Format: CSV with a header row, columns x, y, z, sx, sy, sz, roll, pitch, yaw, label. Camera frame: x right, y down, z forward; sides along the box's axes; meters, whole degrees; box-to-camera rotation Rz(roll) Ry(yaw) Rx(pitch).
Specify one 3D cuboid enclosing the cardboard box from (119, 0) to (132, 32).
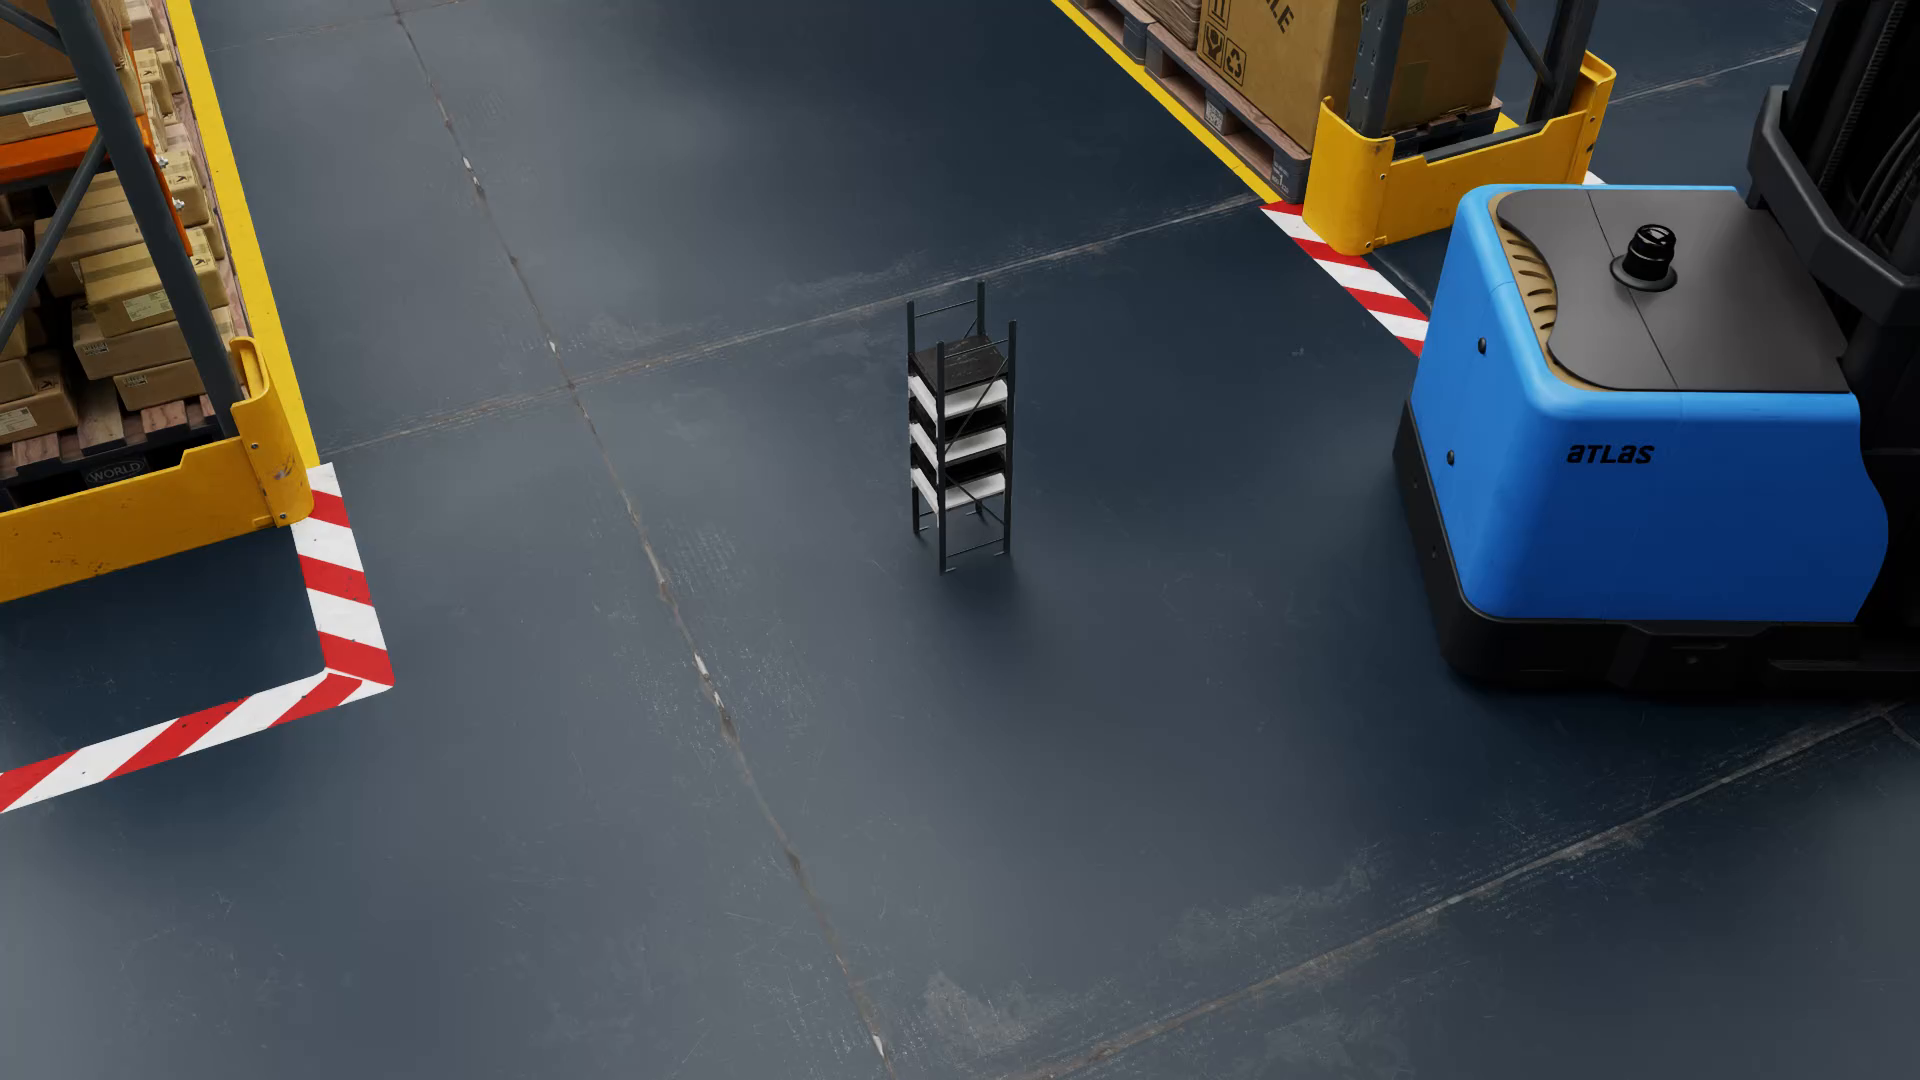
x,y,z,sx,sy,sz,roll,pitch,yaw,label
-2.677,-1.583,4.897,0.380,0.149,0.250,-19,48,-19,cardboard box

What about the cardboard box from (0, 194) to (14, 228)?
x,y,z,sx,sy,sz,roll,pitch,yaw,label
-3.410,-1.129,5.566,0.380,0.149,0.250,-20,48,-19,cardboard box

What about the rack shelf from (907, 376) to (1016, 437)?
x,y,z,sx,sy,sz,roll,pitch,yaw,label
0.003,-0.420,4.826,0.258,0.077,0.200,-18,47,-17,rack shelf

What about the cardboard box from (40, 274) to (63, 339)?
x,y,z,sx,sy,sz,roll,pitch,yaw,label
-3.272,-0.768,5.623,0.380,0.149,0.250,-18,47,-18,cardboard box

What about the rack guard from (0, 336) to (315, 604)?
x,y,z,sx,sy,sz,roll,pitch,yaw,label
-2.661,-0.190,5.087,1.175,0.500,0.348,-18,47,-17,rack guard

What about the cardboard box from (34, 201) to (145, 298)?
x,y,z,sx,sy,sz,roll,pitch,yaw,label
-2.766,-0.952,5.387,0.380,0.149,0.250,-17,47,-17,cardboard box

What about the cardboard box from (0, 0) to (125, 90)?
x,y,z,sx,sy,sz,roll,pitch,yaw,label
-2.567,-1.541,4.393,0.500,0.500,0.500,-16,47,-16,cardboard box

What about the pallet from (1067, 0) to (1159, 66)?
x,y,z,sx,sy,sz,roll,pitch,yaw,label
0.998,-2.702,7.838,1.003,0.211,1.213,-18,47,-17,pallet

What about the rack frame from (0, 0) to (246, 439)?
x,y,z,sx,sy,sz,roll,pitch,yaw,label
-2.629,-1.032,4.160,1.000,3.000,0.127,-18,47,-17,rack frame

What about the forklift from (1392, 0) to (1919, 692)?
x,y,z,sx,sy,sz,roll,pitch,yaw,label
2.919,-0.950,4.126,3.031,2.935,1.130,1,45,1,forklift

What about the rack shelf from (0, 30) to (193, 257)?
x,y,z,sx,sy,sz,roll,pitch,yaw,label
-3.470,-2.050,5.704,1.077,0.370,4.000,-18,47,-17,rack shelf

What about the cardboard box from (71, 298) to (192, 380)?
x,y,z,sx,sy,sz,roll,pitch,yaw,label
-2.616,-0.682,5.324,0.380,0.149,0.250,-16,47,-16,cardboard box

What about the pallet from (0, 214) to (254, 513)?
x,y,z,sx,sy,sz,roll,pitch,yaw,label
-2.970,-0.616,5.724,1.003,0.211,1.213,-18,47,-17,pallet

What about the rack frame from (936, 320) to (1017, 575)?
x,y,z,sx,sy,sz,roll,pitch,yaw,label
0.046,-0.250,4.863,0.240,0.900,0.006,-18,47,-17,rack frame

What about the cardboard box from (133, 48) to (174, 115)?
x,y,z,sx,sy,sz,roll,pitch,yaw,label
-3.112,-1.645,6.089,0.380,0.149,0.250,-17,47,-17,cardboard box

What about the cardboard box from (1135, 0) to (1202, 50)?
x,y,z,sx,sy,sz,roll,pitch,yaw,label
1.190,-2.789,7.155,0.875,0.875,0.875,-18,47,-17,cardboard box

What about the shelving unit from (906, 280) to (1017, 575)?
x,y,z,sx,sy,sz,roll,pitch,yaw,label
0.003,-0.315,4.929,0.258,0.900,0.210,-18,47,-17,shelving unit

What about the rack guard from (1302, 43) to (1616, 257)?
x,y,z,sx,sy,sz,roll,pitch,yaw,label
1.924,-1.527,6.442,1.175,0.500,0.348,-18,47,-17,rack guard

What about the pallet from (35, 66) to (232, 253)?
x,y,z,sx,sy,sz,roll,pitch,yaw,label
-3.479,-1.392,6.510,1.003,0.211,1.213,-18,47,-17,pallet

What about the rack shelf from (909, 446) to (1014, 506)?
x,y,z,sx,sy,sz,roll,pitch,yaw,label
0.003,-0.227,5.015,0.258,0.077,0.200,-18,47,-17,rack shelf

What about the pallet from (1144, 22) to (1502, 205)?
x,y,z,sx,sy,sz,roll,pitch,yaw,label
1.507,-1.926,7.051,1.003,0.211,1.213,-18,47,-17,pallet

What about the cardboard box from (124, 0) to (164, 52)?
x,y,z,sx,sy,sz,roll,pitch,yaw,label
-3.310,-1.968,6.416,0.380,0.149,0.250,-20,48,-19,cardboard box

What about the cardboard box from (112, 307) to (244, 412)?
x,y,z,sx,sy,sz,roll,pitch,yaw,label
-2.559,-0.595,5.448,0.380,0.149,0.250,-17,47,-17,cardboard box

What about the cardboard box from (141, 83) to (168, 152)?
x,y,z,sx,sy,sz,roll,pitch,yaw,label
-3.043,-1.464,5.905,0.380,0.149,0.250,-16,47,-16,cardboard box

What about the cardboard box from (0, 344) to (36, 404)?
x,y,z,sx,sy,sz,roll,pitch,yaw,label
-3.110,-0.524,5.165,0.380,0.149,0.250,-19,48,-18,cardboard box

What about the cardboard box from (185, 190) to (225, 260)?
x,y,z,sx,sy,sz,roll,pitch,yaw,label
-2.862,-1.089,5.949,0.380,0.149,0.250,-17,47,-17,cardboard box

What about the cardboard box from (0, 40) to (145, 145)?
x,y,z,sx,sy,sz,roll,pitch,yaw,label
-2.468,-1.245,4.555,0.380,0.149,0.250,-18,48,-18,cardboard box

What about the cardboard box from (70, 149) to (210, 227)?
x,y,z,sx,sy,sz,roll,pitch,yaw,label
-2.756,-1.151,5.588,0.380,0.149,0.250,-18,47,-18,cardboard box

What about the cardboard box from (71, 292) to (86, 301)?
x,y,z,sx,sy,sz,roll,pitch,yaw,label
-2.854,-0.894,5.751,0.380,0.149,0.250,-18,47,-17,cardboard box

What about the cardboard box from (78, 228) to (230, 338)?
x,y,z,sx,sy,sz,roll,pitch,yaw,label
-2.541,-0.812,5.245,0.380,0.149,0.250,-20,48,-19,cardboard box

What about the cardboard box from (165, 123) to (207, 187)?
x,y,z,sx,sy,sz,roll,pitch,yaw,label
-3.081,-1.408,6.272,0.380,0.149,0.250,-20,48,-19,cardboard box

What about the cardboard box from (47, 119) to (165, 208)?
x,y,z,sx,sy,sz,roll,pitch,yaw,label
-2.935,-1.284,5.723,0.380,0.149,0.250,-20,48,-19,cardboard box

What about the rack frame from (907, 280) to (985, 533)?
x,y,z,sx,sy,sz,roll,pitch,yaw,label
-0.039,-0.380,4.994,0.240,0.900,0.006,-18,47,-17,rack frame

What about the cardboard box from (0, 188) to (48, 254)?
x,y,z,sx,sy,sz,roll,pitch,yaw,label
-3.349,-1.057,5.704,0.380,0.149,0.250,-19,48,-18,cardboard box

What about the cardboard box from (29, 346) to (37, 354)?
x,y,z,sx,sy,sz,roll,pitch,yaw,label
-3.239,-0.574,5.427,0.380,0.149,0.250,-17,47,-16,cardboard box

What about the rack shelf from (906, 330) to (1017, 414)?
x,y,z,sx,sy,sz,roll,pitch,yaw,label
0.003,-0.484,4.762,0.258,0.077,0.200,-18,47,-17,rack shelf

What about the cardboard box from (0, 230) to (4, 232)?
x,y,z,sx,sy,sz,roll,pitch,yaw,label
-3.330,-0.855,5.500,0.380,0.149,0.250,-20,48,-19,cardboard box

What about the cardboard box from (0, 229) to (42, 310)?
x,y,z,sx,sy,sz,roll,pitch,yaw,label
-3.135,-0.818,5.250,0.380,0.149,0.250,-17,47,-17,cardboard box

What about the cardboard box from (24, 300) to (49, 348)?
x,y,z,sx,sy,sz,roll,pitch,yaw,label
-3.171,-0.707,5.350,0.380,0.149,0.250,-19,48,-18,cardboard box

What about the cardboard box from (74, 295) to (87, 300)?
x,y,z,sx,sy,sz,roll,pitch,yaw,label
-2.743,-0.737,5.592,0.380,0.149,0.250,-18,47,-18,cardboard box

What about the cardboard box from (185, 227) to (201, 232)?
x,y,z,sx,sy,sz,roll,pitch,yaw,label
-2.680,-0.873,5.518,0.380,0.149,0.250,-18,47,-18,cardboard box

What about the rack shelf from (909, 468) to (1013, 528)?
x,y,z,sx,sy,sz,roll,pitch,yaw,label
0.003,-0.163,5.079,0.258,0.077,0.200,-18,47,-17,rack shelf

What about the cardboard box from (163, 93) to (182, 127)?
x,y,z,sx,sy,sz,roll,pitch,yaw,label
-3.221,-1.577,6.443,0.380,0.149,0.250,-18,47,-17,cardboard box

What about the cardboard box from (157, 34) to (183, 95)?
x,y,z,sx,sy,sz,roll,pitch,yaw,label
-3.401,-1.906,6.777,0.380,0.149,0.250,-18,47,-17,cardboard box

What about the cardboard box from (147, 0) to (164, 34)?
x,y,z,sx,sy,sz,roll,pitch,yaw,label
-3.634,-2.226,7.102,0.380,0.149,0.250,-20,48,-19,cardboard box

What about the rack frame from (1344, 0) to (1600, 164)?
x,y,z,sx,sy,sz,roll,pitch,yaw,label
1.914,-2.432,5.579,1.000,3.000,0.127,-18,47,-17,rack frame

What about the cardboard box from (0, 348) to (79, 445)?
x,y,z,sx,sy,sz,roll,pitch,yaw,label
-3.039,-0.440,5.291,0.380,0.149,0.250,-17,47,-17,cardboard box

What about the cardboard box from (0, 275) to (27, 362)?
x,y,z,sx,sy,sz,roll,pitch,yaw,label
-3.081,-0.641,5.071,0.380,0.149,0.250,-18,47,-17,cardboard box

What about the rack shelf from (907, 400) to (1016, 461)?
x,y,z,sx,sy,sz,roll,pitch,yaw,label
0.003,-0.355,4.889,0.258,0.077,0.200,-18,47,-17,rack shelf

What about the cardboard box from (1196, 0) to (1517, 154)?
x,y,z,sx,sy,sz,roll,pitch,yaw,label
1.572,-2.209,6.567,0.875,0.875,0.875,-18,47,-17,cardboard box

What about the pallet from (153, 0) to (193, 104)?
x,y,z,sx,sy,sz,roll,pitch,yaw,label
-3.996,-2.170,7.299,1.003,0.211,1.213,-18,47,-17,pallet

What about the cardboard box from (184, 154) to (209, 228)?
x,y,z,sx,sy,sz,roll,pitch,yaw,label
-2.873,-1.198,5.848,0.380,0.149,0.250,-17,47,-16,cardboard box

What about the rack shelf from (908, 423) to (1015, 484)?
x,y,z,sx,sy,sz,roll,pitch,yaw,label
0.003,-0.291,4.952,0.258,0.077,0.200,-18,47,-17,rack shelf
